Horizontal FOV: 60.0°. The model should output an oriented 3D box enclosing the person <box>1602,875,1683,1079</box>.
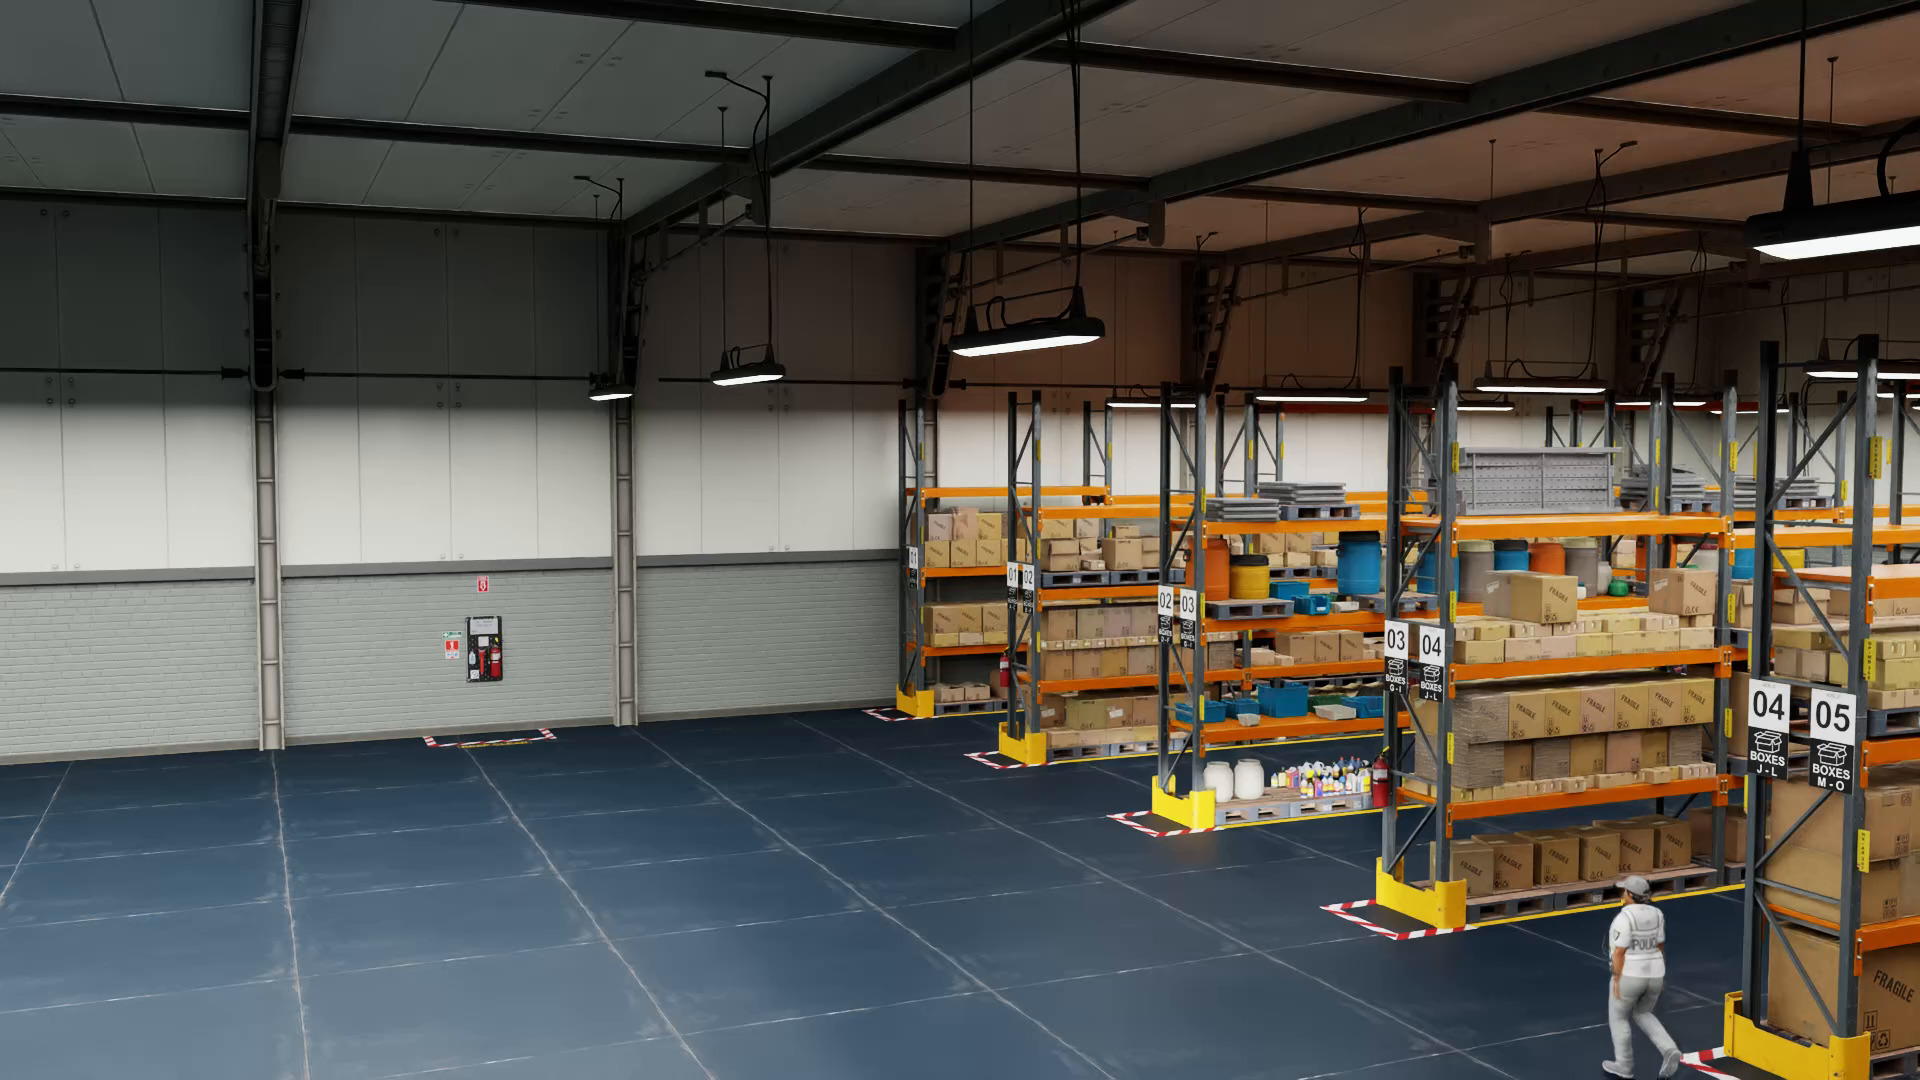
[{"bbox_3d":[5.487,3.533,13.408,0.492,1.646,0.612,-1,4,-23],"label":"person"}]
